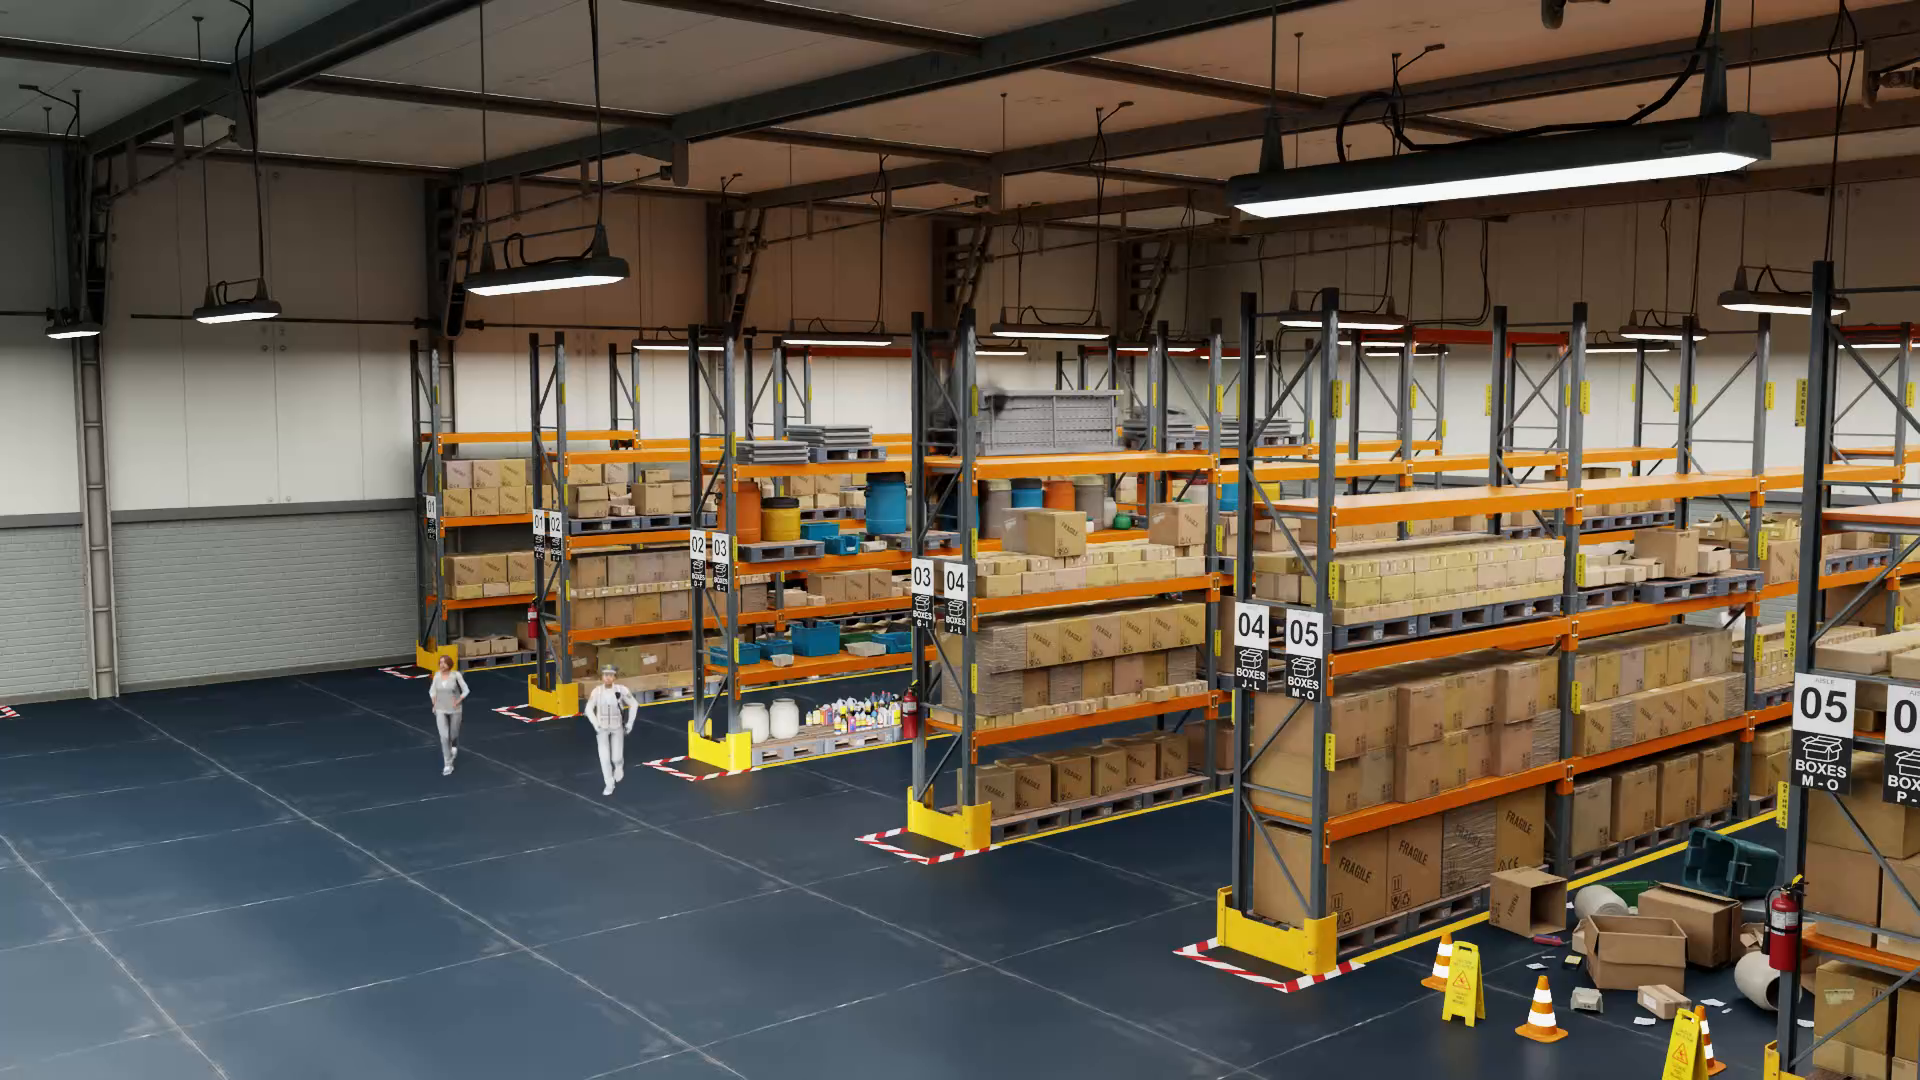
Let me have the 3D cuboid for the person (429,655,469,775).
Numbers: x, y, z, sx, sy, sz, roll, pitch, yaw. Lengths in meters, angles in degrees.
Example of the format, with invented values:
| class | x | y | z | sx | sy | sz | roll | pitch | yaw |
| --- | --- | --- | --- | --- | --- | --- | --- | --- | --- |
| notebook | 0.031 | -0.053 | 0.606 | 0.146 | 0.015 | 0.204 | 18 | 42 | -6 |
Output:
| class | x | y | z | sx | sy | sz | roll | pitch | yaw |
| --- | --- | --- | --- | --- | --- | --- | --- | --- | --- |
| person | -6.873 | 2.332 | 22.383 | 0.534 | 1.568 | 0.669 | -1 | 5 | -6 |

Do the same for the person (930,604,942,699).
| class | x | y | z | sx | sy | sz | roll | pitch | yaw |
| --- | --- | --- | --- | --- | --- | --- | --- | --- | --- |
| person | -0.377 | 1.730 | 27.544 | 0.664 | 1.779 | 0.903 | 5 | 7 | 41 |

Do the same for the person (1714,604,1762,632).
| class | x | y | z | sx | sy | sz | roll | pitch | yaw |
| --- | --- | --- | --- | --- | --- | --- | --- | --- | --- |
| person | 12.720 | 1.763 | 27.282 | 0.711 | 1.723 | 0.624 | 5 | 7 | 42 |

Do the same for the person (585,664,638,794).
| class | x | y | z | sx | sy | sz | roll | pitch | yaw |
| --- | --- | --- | --- | --- | --- | --- | --- | --- | --- |
| person | -4.441 | 2.395 | 21.195 | 0.657 | 1.647 | 0.578 | -1 | 5 | -8 |
